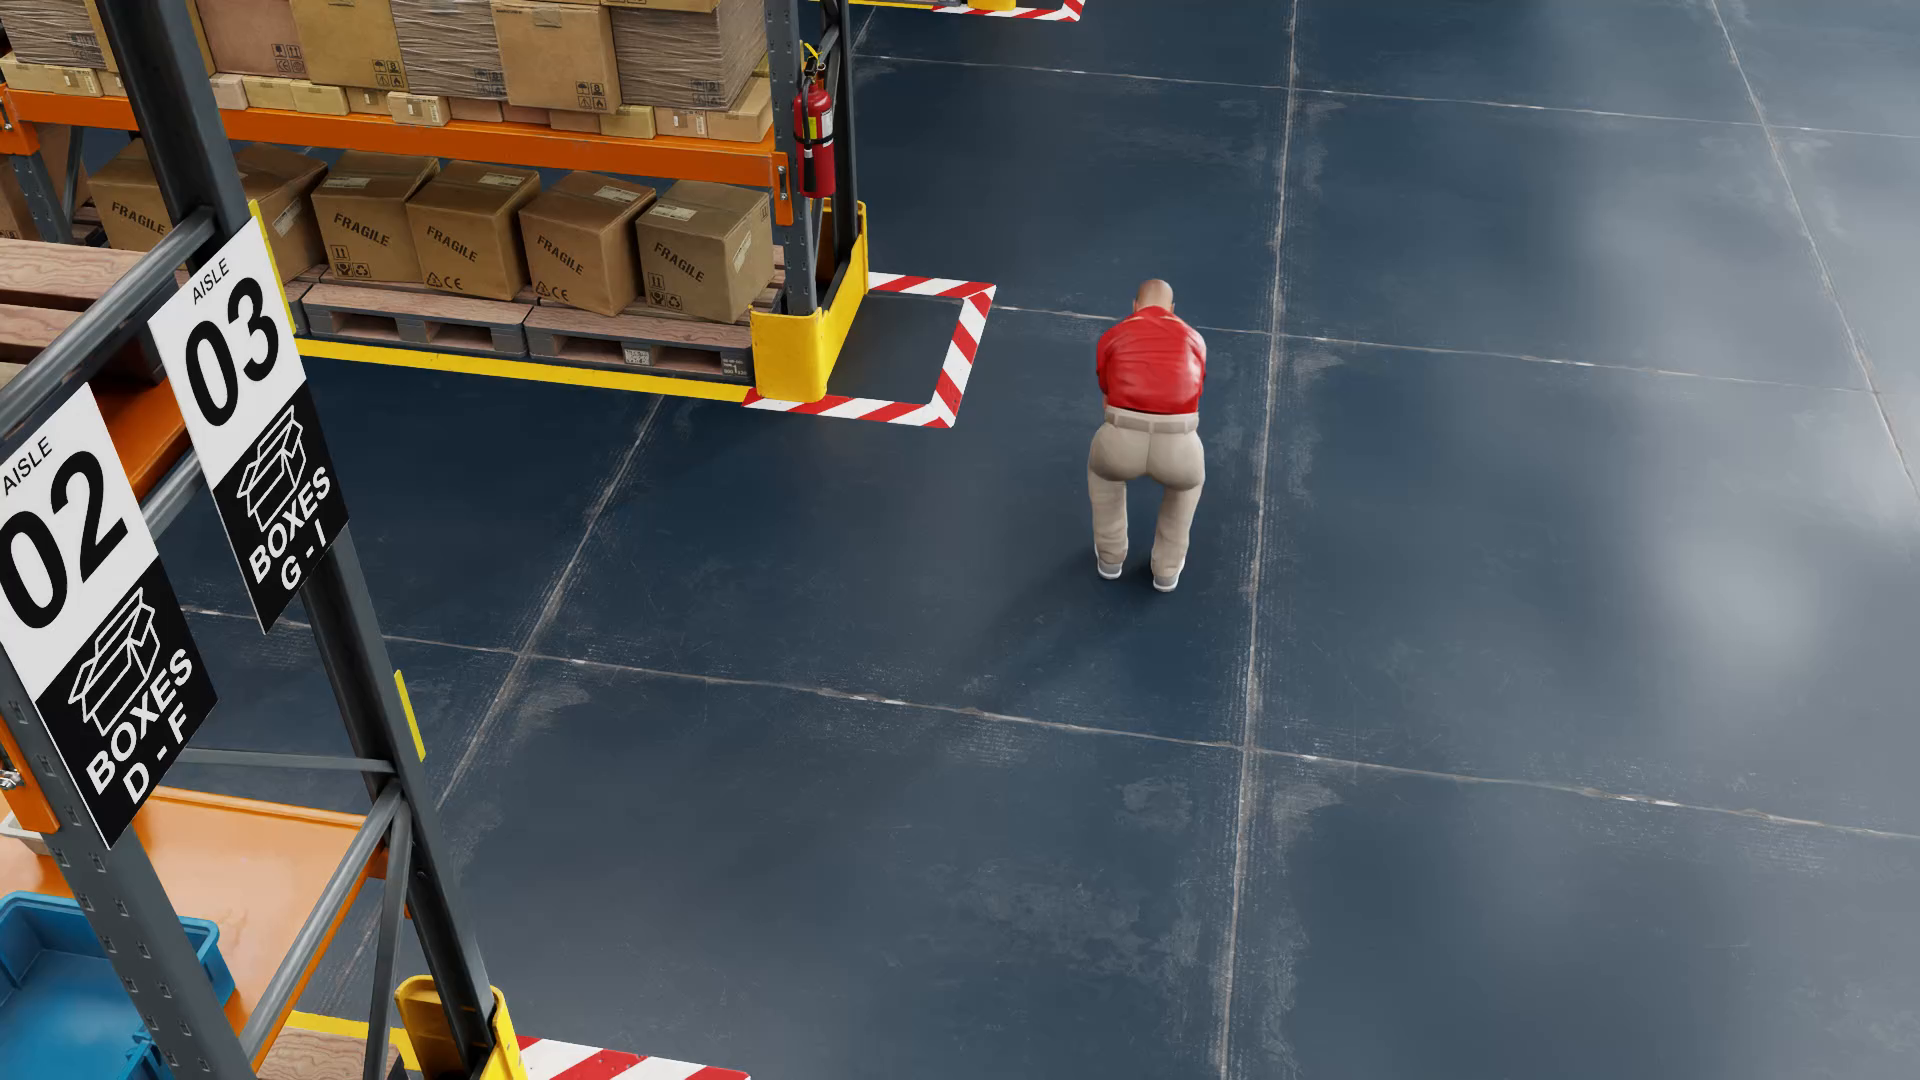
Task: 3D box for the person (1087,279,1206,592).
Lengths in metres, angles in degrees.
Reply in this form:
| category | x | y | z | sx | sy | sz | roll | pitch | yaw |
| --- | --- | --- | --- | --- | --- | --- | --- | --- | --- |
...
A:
| category | x | y | z | sx | sy | sz | roll | pitch | yaw |
| --- | --- | --- | --- | --- | --- | --- | --- | --- | --- |
| person | 0.810 | -0.424 | 7.138 | 0.508 | 1.127 | 0.937 | 5 | 41 | 6 |
